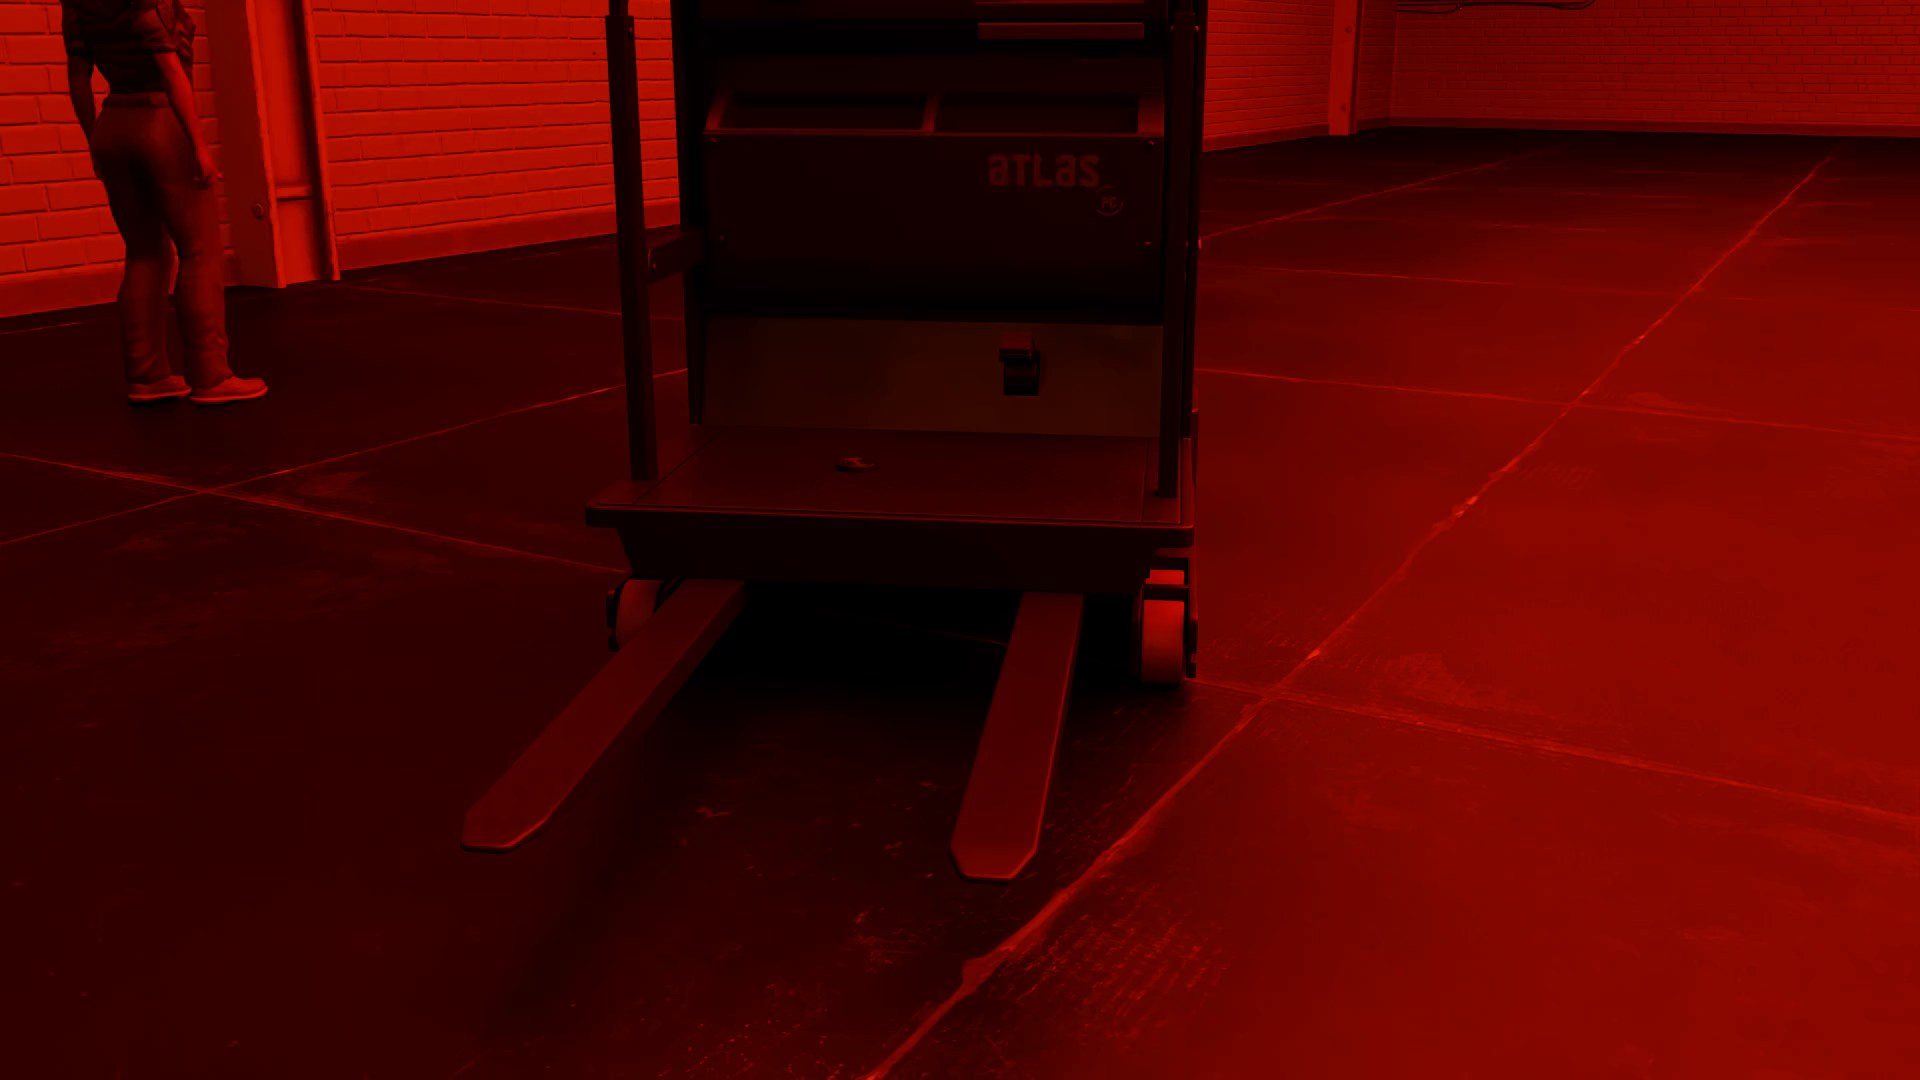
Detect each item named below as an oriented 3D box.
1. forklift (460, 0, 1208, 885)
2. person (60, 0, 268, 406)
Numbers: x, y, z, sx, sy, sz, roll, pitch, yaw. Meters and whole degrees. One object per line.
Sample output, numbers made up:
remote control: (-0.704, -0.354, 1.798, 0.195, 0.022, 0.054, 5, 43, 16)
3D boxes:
forklift: (-0.078, -1.236, 3.048, 1.130, 2.935, 3.031, 2, 17, 7)
person: (-2.615, -1.277, 5.447, 0.527, 1.661, 0.348, 7, 18, 22)
